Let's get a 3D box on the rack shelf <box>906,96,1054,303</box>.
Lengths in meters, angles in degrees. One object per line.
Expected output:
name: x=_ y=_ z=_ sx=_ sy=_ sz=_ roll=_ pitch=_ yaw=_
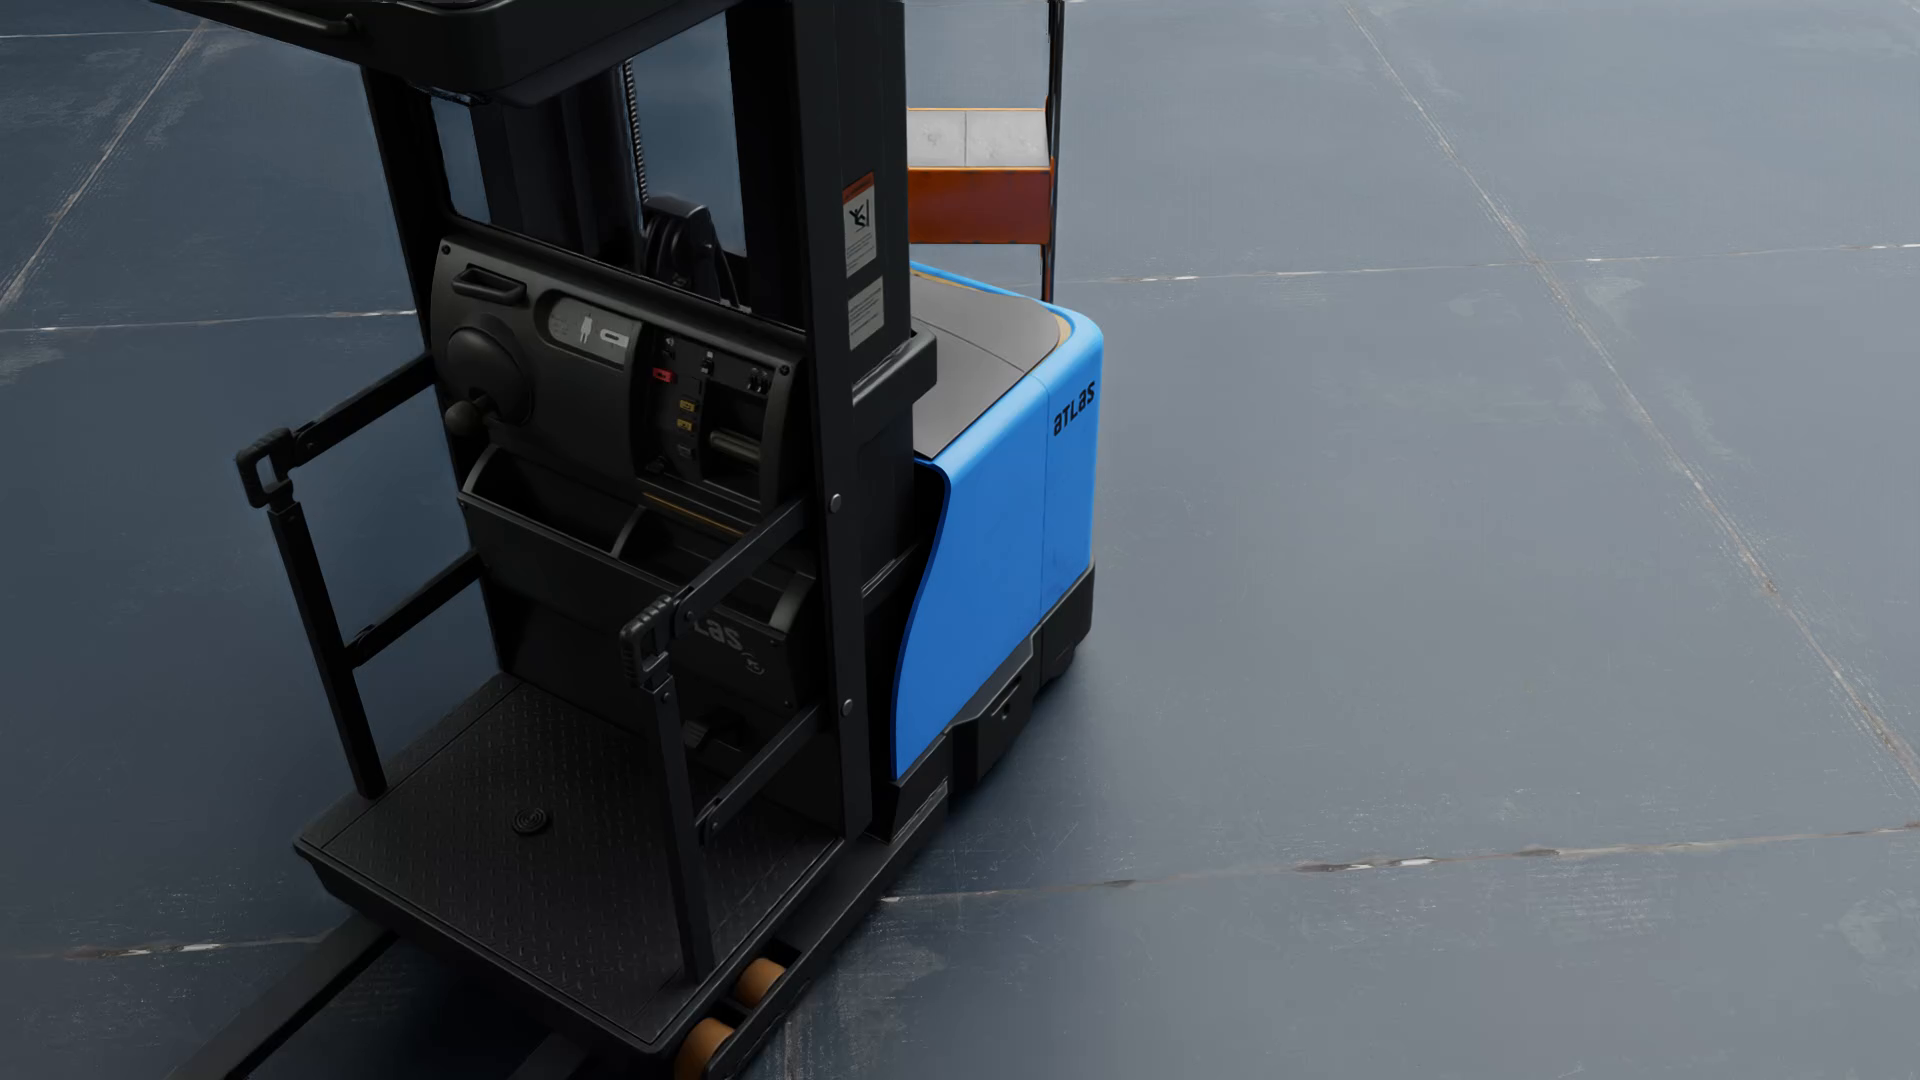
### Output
rack shelf: x=0.015 y=-0.946 z=4.776 sx=0.480 sy=0.518 sz=0.431 roll=0 pitch=38 yaw=0

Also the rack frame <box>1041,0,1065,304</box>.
rack frame: x=0.259 y=-0.956 z=4.766 sx=0.015 sy=2.100 sz=0.400 roll=0 pitch=38 yaw=0

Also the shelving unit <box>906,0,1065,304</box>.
shelving unit: x=0.015 y=-0.957 z=4.767 sx=0.503 sy=2.100 sz=0.431 roll=0 pitch=38 yaw=0

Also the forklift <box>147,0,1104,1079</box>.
forklift: x=-0.826 y=-0.256 z=3.208 sx=1.130 sy=2.935 sz=3.031 roll=21 pitch=43 yaw=25

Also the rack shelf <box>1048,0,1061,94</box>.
rack shelf: x=0.015 y=-1.496 z=4.342 sx=0.480 sy=0.518 sz=0.431 roll=0 pitch=38 yaw=0
